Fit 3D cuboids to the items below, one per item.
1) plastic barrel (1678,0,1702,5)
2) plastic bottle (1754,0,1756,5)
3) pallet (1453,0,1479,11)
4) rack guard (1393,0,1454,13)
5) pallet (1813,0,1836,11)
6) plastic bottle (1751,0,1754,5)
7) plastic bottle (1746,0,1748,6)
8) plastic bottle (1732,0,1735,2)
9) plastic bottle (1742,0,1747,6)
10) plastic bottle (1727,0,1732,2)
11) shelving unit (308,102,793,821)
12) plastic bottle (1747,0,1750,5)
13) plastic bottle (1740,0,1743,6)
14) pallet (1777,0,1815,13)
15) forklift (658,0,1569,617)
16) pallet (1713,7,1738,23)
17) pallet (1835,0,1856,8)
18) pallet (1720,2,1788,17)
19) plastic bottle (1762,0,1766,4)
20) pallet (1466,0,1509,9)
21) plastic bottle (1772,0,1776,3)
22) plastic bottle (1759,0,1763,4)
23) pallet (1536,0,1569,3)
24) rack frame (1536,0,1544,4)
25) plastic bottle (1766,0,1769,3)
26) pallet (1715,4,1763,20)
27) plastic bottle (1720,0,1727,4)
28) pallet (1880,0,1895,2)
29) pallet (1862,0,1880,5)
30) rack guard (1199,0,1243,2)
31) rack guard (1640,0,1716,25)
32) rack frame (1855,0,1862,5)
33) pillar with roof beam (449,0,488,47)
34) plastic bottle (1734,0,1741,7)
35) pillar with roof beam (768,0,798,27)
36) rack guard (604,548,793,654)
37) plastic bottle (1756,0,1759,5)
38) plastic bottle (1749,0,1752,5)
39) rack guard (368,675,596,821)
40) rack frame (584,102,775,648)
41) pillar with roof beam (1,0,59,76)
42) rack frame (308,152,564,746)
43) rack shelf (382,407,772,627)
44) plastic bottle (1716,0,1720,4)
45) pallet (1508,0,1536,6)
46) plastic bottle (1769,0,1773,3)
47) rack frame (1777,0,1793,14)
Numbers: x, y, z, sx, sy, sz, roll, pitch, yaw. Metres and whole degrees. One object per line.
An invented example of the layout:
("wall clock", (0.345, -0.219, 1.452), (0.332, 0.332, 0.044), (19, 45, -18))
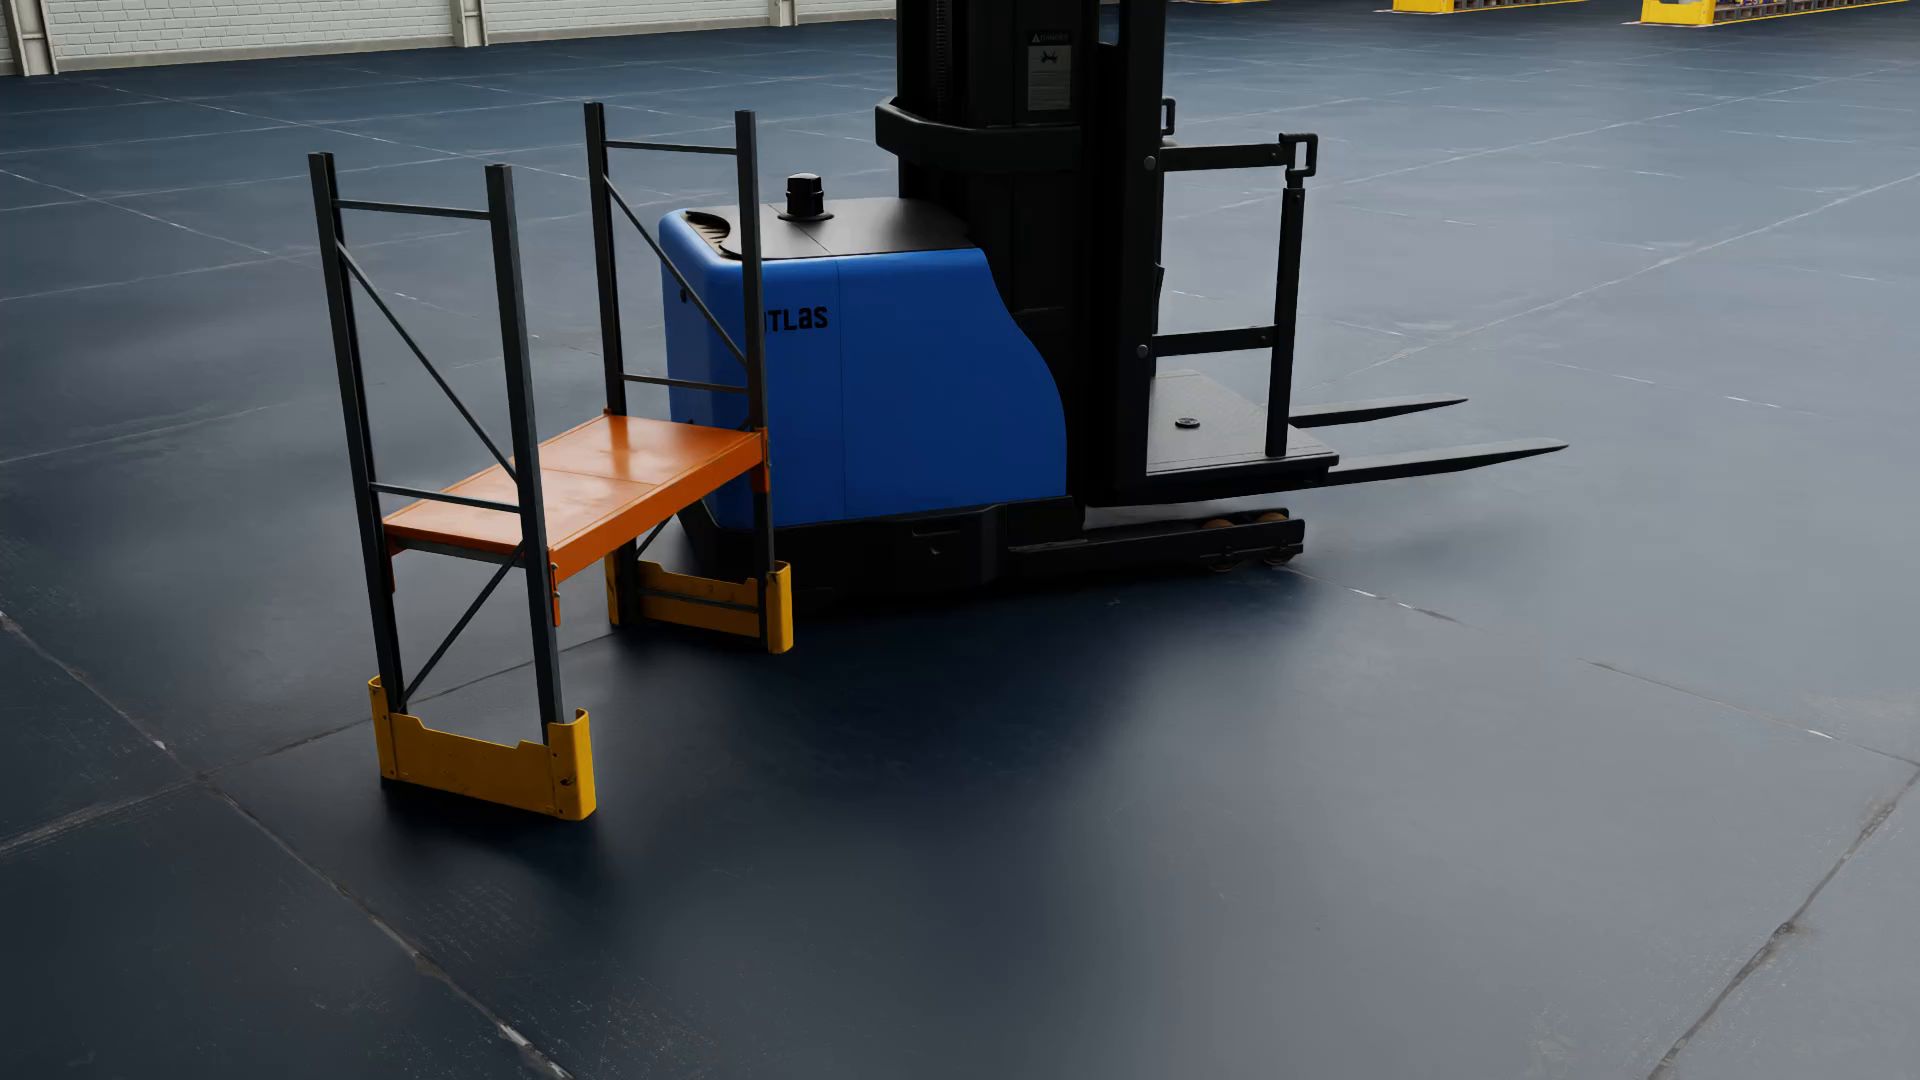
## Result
("plastic barrel", (12.966, -9.679, 29.458), (0.421, 0.512, 0.421), (0, 21, 0))
("plastic bottle", (14.571, -9.935, 30.529), (0.097, 0.201, 0.097), (0, 21, 0))
("pallet", (9.519, -10.602, 32.864), (1.003, 0.211, 1.213), (19, 28, 41))
("rack guard", (8.998, -10.523, 32.257), (1.175, 0.500, 0.348), (19, 28, 41))
("pallet", (16.723, -10.709, 33.142), (1.003, 0.211, 1.213), (19, 28, 41))
("plastic bottle", (14.500, -9.942, 30.448), (0.097, 0.271, 0.097), (0, 21, 0))
("plastic bottle", (14.289, -9.864, 30.246), (0.097, 0.271, 0.097), (0, 21, 0))
("plastic bottle", (14.595, -10.313, 31.305), (0.144, 0.351, 0.185), (19, 28, 41))
("plastic bottle", (14.221, -9.835, 30.154), (0.133, 0.283, 0.061), (-20, 28, -41))
("plastic bottle", (14.477, -10.245, 31.237), (0.097, 0.271, 0.097), (0, 21, 0))
("shelving unit", (-0.950, -0.262, 4.166), (0.587, 1.500, 1.083), (8, 23, 21))
("plastic bottle", (14.359, -9.889, 30.313), (0.097, 0.271, 0.097), (0, 21, 0))
("plastic bottle", (14.122, -9.770, 30.099), (0.097, 0.201, 0.097), (0, 21, 0))
("pallet", (15.872, -10.394, 32.323), (1.003, 0.211, 1.213), (19, 28, 41))
("forklift", (0.593, -1.438, 5.230), (3.031, 2.935, 1.130), (-7, 22, -17))
("pallet", (13.151, -9.393, 29.718), (1.003, 0.211, 1.213), (19, 28, 41))
("pallet", (17.574, -11.021, 33.954), (1.003, 0.211, 1.213), (19, 28, 41))
("pallet", (14.854, -10.020, 31.350), (1.003, 0.211, 1.213), (19, 28, 41))
("plastic bottle", (14.892, -10.082, 30.797), (0.133, 0.283, 0.061), (-18, 27, -39))
("pallet", (10.370, -10.914, 33.676), (1.003, 0.211, 1.213), (19, 28, 41))
("plastic bottle", (15.253, -10.215, 31.144), (0.133, 0.283, 0.061), (-18, 28, -39))
("plastic bottle", (14.750, -10.083, 30.705), (0.144, 0.351, 0.185), (19, 28, 40))
("pallet", (12.292, -11.622, 35.518), (1.003, 0.211, 1.213), (19, 28, 41))
("rack frame", (11.806, -12.725, 34.500), (1.000, 3.000, 0.127), (19, 28, 41))
("plastic bottle", (14.975, -10.166, 30.921), (0.144, 0.351, 0.185), (18, 27, 38))
("pallet", (14.002, -9.705, 30.530), (1.003, 0.211, 1.213), (19, 28, 41))
("plastic bottle", (14.187, -10.126, 30.922), (0.152, 0.276, 0.135), (19, 28, 41))
("pallet", (19.514, -11.736, 35.814), (1.003, 0.211, 1.213), (19, 28, 41))
("pallet", (18.663, -11.424, 35.002), (1.003, 0.211, 1.213), (19, 28, 41))
("rack guard", (5.516, -11.788, 35.547), (1.175, 0.500, 0.348), (19, 28, 41))
("rack guard", (12.581, -9.320, 29.127), (1.175, 0.500, 0.348), (19, 28, 41))
("rack frame", (18.142, -12.512, 33.947), (1.000, 3.000, 0.127), (19, 28, 41))
("pillar with roof beam", (-4.141, -10.428, 20.161), (9.100, 9.000, 0.400), (19, 28, 41))
("plastic bottle", (14.050, -9.776, 30.017), (0.097, 0.271, 0.097), (0, 21, 0))
("pillar with roof beam", (0.045, -11.970, 24.174), (9.100, 9.000, 0.400), (19, 28, 41))
("rack guard", (-0.761, 0.156, 4.820), (0.587, 0.250, 0.087), (8, 23, 21))
("plastic bottle", (14.634, -10.007, 30.613), (0.135, 0.276, 0.152), (-20, 28, -41))
("plastic bottle", (14.428, -9.882, 30.392), (0.097, 0.201, 0.097), (0, 21, 0))
("rack guard", (-1.140, 0.487, 3.960), (0.587, 0.250, 0.087), (8, 23, 21))
("rack frame", (-0.760, -0.428, 4.597), (0.500, 1.500, 0.032), (8, 23, 21))
("pillar with roof beam", (-8.326, -8.885, 16.149), (9.100, 9.000, 0.400), (19, 28, 41))
("rack frame", (-1.147, -0.090, 3.719), (0.500, 1.500, 0.032), (8, 23, 21))
("rack shelf", (-0.954, -0.091, 4.222), (0.538, 0.185, 1.000), (8, 23, 21))
("plastic bottle", (14.051, -10.055, 30.841), (0.097, 0.201, 0.097), (0, 21, 0))
("pallet", (11.221, -11.229, 34.495), (1.003, 0.211, 1.213), (19, 28, 41))
("plastic bottle", (15.109, -10.215, 31.050), (0.144, 0.351, 0.185), (18, 28, 39))
("rack frame", (15.352, -11.484, 31.272), (1.000, 3.000, 0.127), (19, 28, 41))
